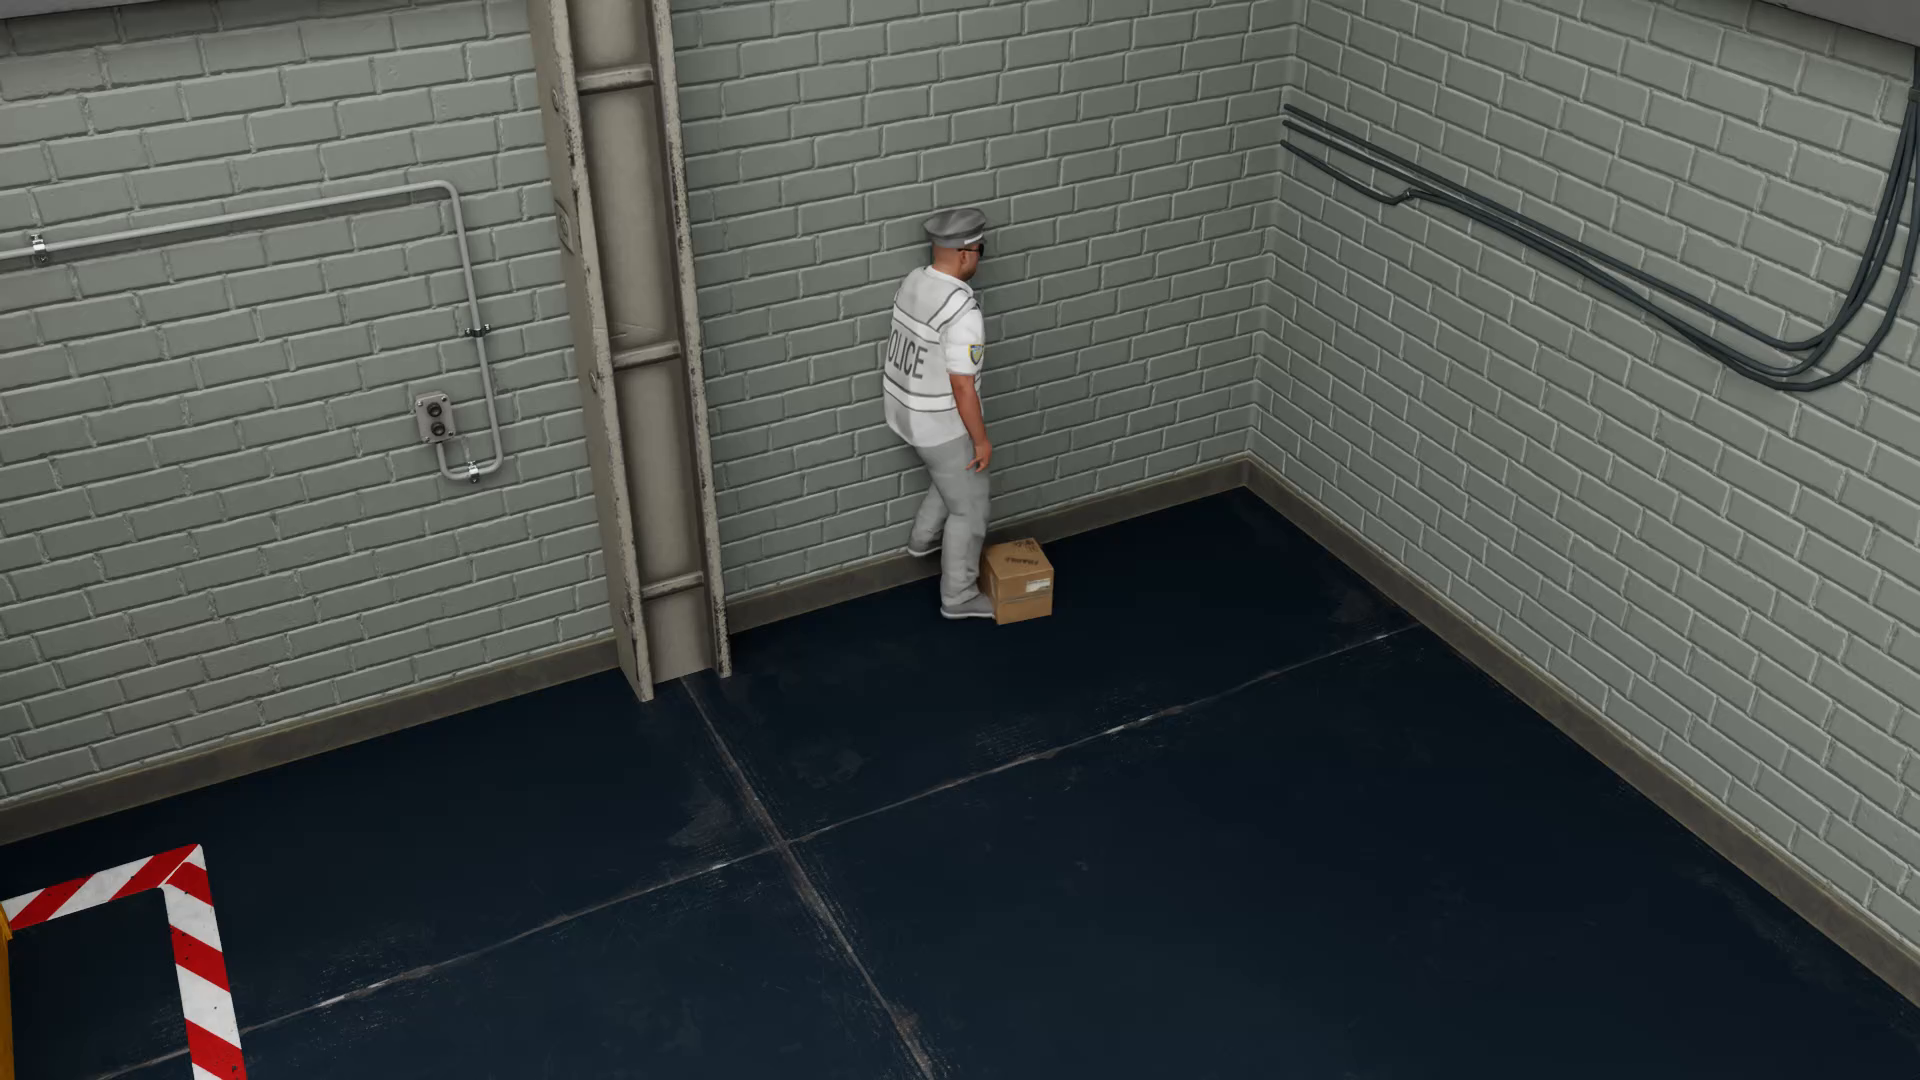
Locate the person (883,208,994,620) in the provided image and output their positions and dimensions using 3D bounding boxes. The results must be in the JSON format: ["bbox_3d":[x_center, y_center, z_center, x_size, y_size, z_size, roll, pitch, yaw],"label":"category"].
[{"bbox_3d":[-0.038,-0.516,6.932,0.524,1.746,0.589,-17,37,-25],"label":"person"}]
